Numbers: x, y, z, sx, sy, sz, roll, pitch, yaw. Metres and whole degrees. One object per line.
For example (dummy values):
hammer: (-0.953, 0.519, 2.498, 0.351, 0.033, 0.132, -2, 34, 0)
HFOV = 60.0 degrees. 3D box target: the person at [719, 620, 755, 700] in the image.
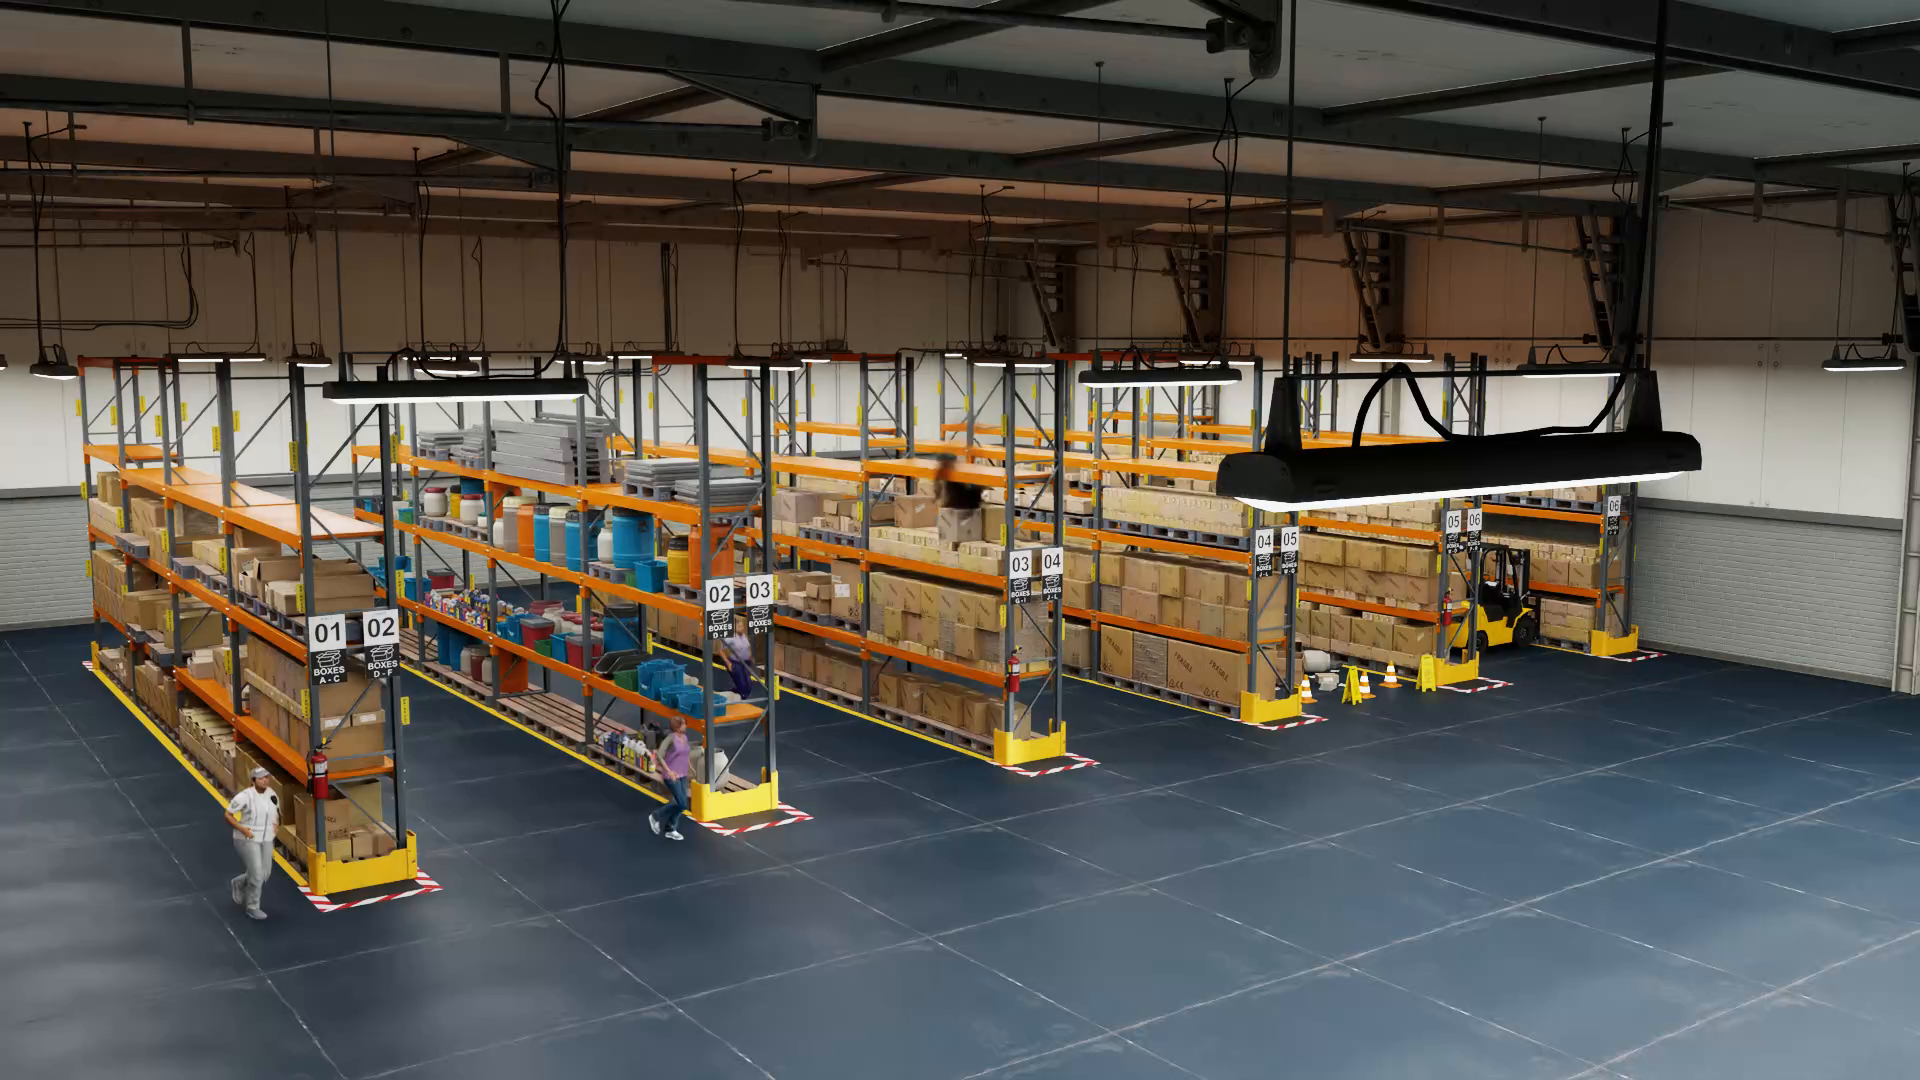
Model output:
person: (-3.720, 2.150, 28.060, 0.549, 1.606, 0.607, 6, 9, 41)

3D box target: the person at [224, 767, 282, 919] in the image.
person: (-7.820, 3.320, 18.439, 0.697, 1.635, 0.647, 5, 8, 34)

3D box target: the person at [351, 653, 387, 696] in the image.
person: (-9.892, 2.071, 27.908, 0.653, 1.735, 0.615, -6, 9, -42)

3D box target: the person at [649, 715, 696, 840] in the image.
person: (-3.635, 3.018, 21.186, 0.521, 1.531, 0.565, 3, 7, 20)
